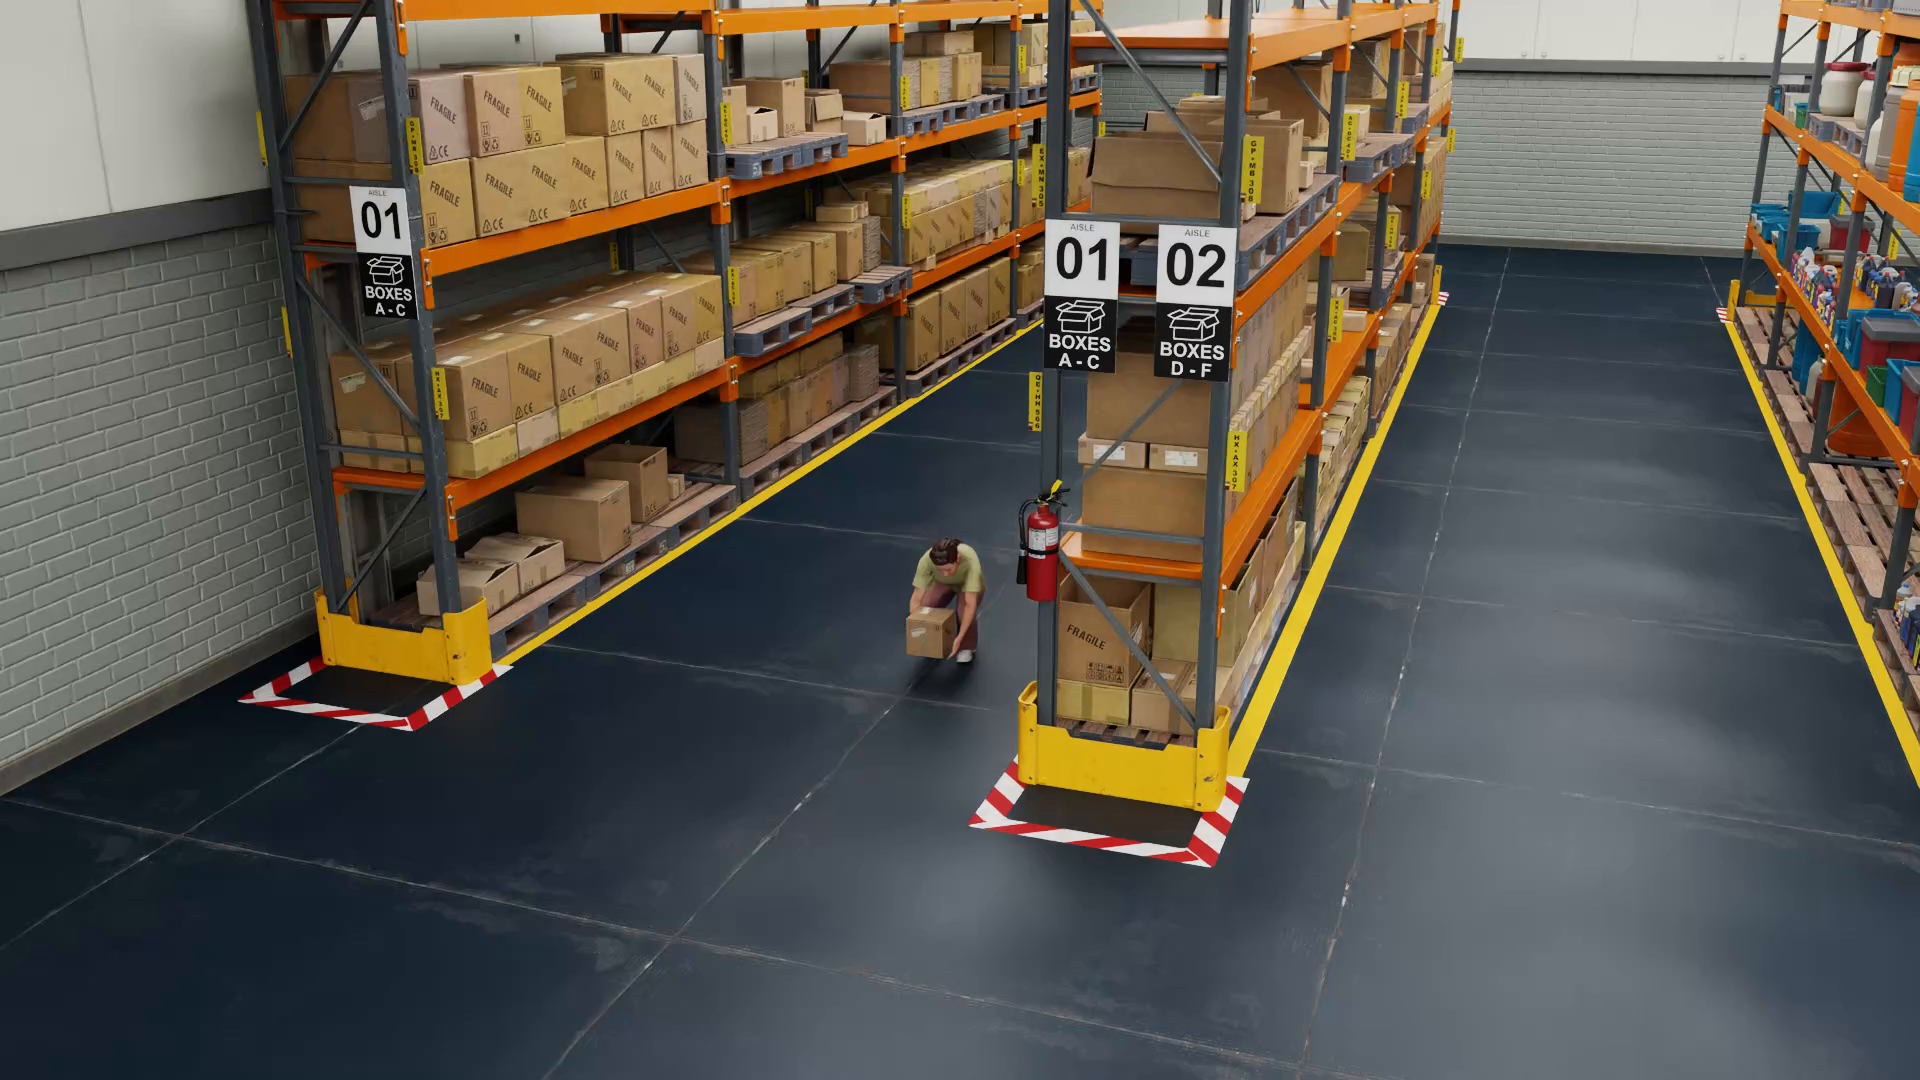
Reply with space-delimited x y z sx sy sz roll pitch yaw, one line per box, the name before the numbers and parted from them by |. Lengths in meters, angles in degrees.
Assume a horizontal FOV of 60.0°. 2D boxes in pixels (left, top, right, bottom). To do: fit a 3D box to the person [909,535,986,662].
person | -0.057 0.363 11.141 0.493 0.943 0.801 6 20 18
